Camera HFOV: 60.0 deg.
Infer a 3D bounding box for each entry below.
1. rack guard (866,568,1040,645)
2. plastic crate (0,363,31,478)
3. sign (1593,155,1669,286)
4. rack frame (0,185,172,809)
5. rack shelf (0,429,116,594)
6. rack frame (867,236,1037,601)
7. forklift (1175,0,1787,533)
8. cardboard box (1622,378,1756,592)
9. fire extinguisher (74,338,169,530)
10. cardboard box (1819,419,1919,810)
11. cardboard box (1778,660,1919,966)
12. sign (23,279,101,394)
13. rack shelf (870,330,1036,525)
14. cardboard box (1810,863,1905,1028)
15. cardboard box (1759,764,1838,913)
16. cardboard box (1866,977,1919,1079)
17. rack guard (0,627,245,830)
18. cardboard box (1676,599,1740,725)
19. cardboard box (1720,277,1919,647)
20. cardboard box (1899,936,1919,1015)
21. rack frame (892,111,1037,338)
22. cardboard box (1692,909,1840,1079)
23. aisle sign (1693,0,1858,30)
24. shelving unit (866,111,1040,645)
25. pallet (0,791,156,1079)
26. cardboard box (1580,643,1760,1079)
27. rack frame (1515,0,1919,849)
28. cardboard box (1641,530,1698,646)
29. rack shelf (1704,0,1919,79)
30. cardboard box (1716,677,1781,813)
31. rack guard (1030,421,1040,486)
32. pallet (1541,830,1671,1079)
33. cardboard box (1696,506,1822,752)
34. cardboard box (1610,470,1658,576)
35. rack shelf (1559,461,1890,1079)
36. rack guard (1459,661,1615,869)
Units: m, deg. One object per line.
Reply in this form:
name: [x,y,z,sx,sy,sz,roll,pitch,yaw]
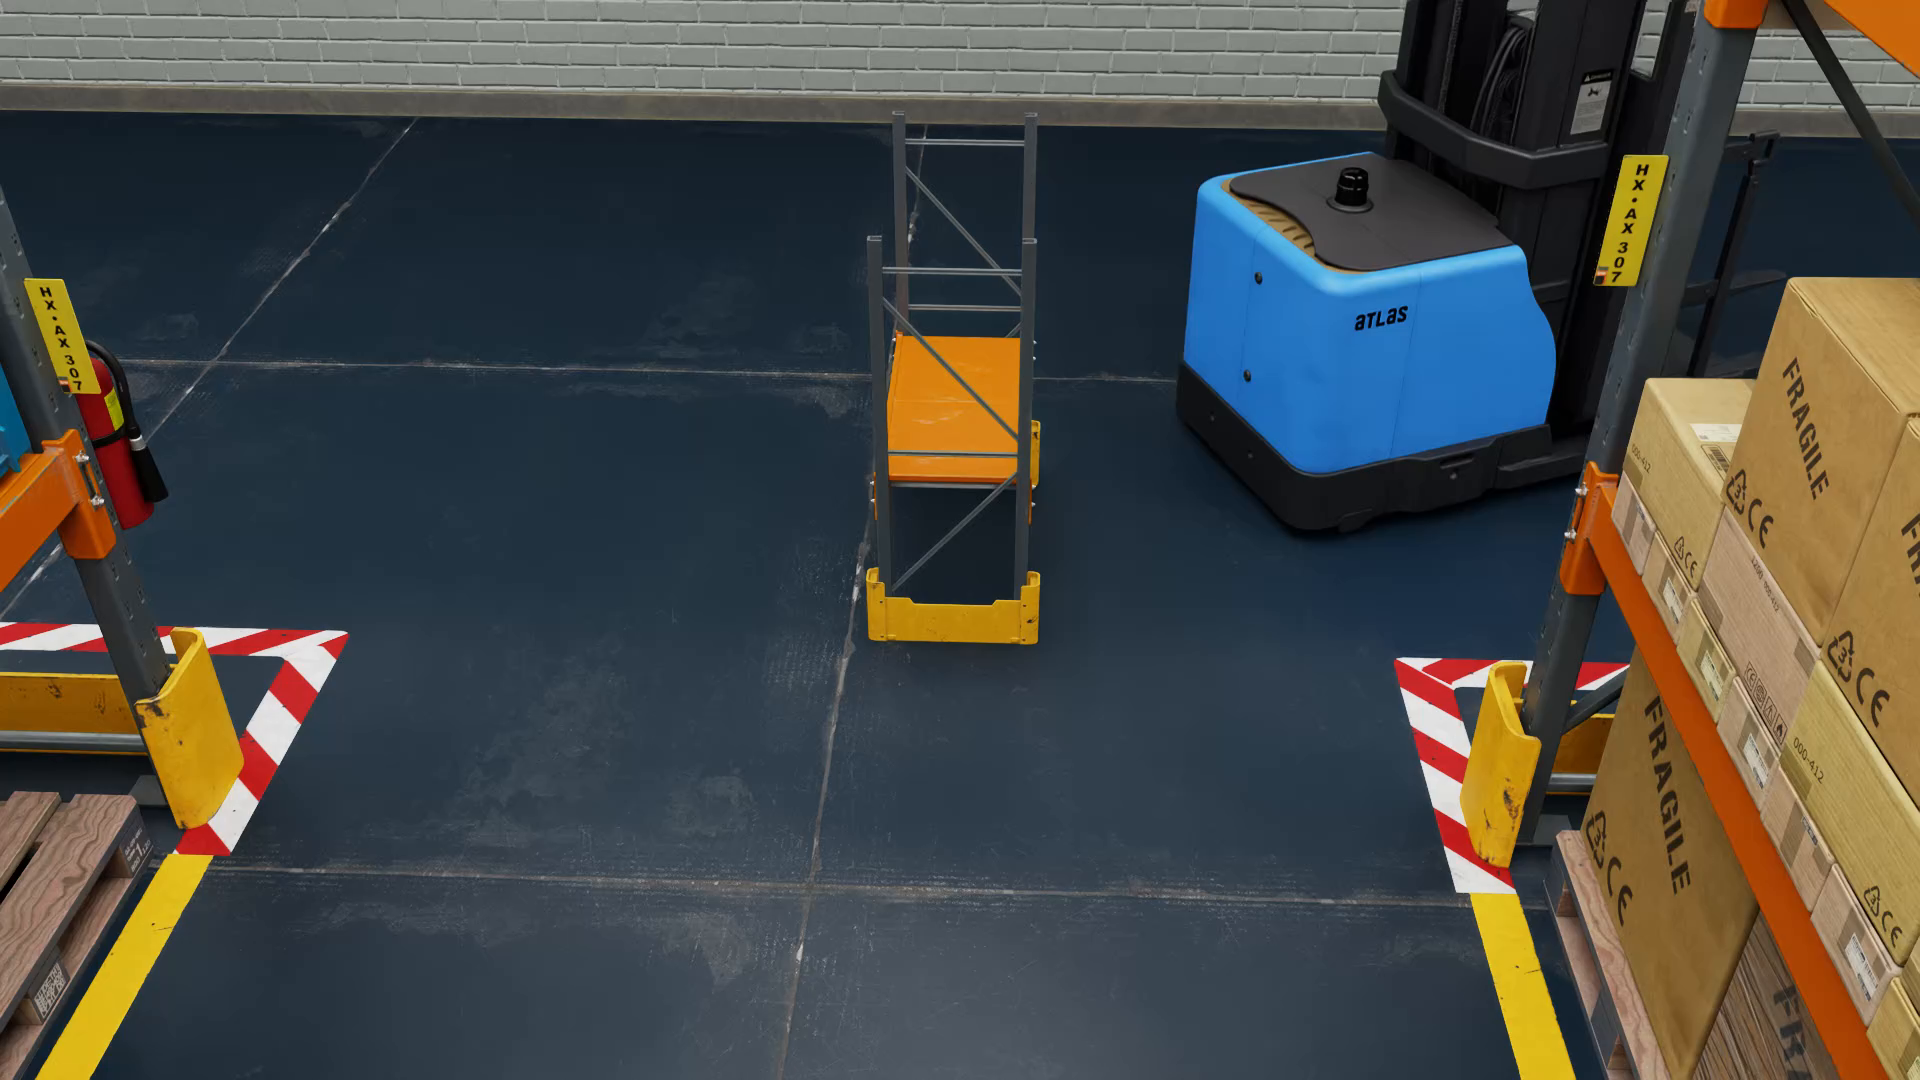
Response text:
rack guard: [-0.023,0.228,5.709,0.587,0.250,0.087,1,35,2]
plastic crate: [-2.661,-0.295,3.978,0.616,0.435,0.499,1,35,2]
sign: [1.561,-0.741,3.874,0.100,0.325,0.005,1,35,2]
rack frame: [-2.834,-0.452,4.285,1.000,3.000,0.127,1,35,2]
rack shelf: [-2.914,0.991,2.857,1.077,0.370,4.000,1,35,2]
rack frame: [-0.024,-0.273,5.333,0.500,1.500,0.032,1,35,2]
forklift: [2.463,-1.756,6.200,3.031,2.935,1.130,-13,37,-17]
cardboard box: [1.826,-0.129,3.696,0.500,0.250,0.500,0,35,1]
fire extinguisher: [-2.374,-0.344,4.523,0.296,0.674,0.183,1,35,2]
cardboard box: [1.791,0.149,2.648,0.500,0.500,0.500,0,35,1]
cardboard box: [1.788,0.459,2.861,0.500,0.250,0.500,0,35,0]
sign: [-2.283,-0.516,4.233,0.100,0.325,0.005,1,35,2]
rack shelf: [-0.003,-0.417,5.852,0.538,0.185,1.000,1,35,2]
cardboard box: [1.722,0.700,2.864,0.380,0.149,0.250,1,35,1]
cardboard box: [1.732,0.552,3.075,0.380,0.149,0.250,1,35,1]
cardboard box: [1.711,0.845,2.658,0.380,0.149,0.250,0,35,1]
rack guard: [-2.846,0.556,5.024,1.175,0.500,0.348,1,35,2]
cardboard box: [1.752,0.256,3.496,0.380,0.149,0.250,1,35,1]
cardboard box: [1.806,-0.148,3.072,0.500,0.500,0.500,1,35,1]
cardboard box: [1.772,0.758,2.434,0.500,0.250,0.500,1,35,1]
rack frame: [0.017,-0.857,6.165,0.500,1.500,0.032,1,35,2]
cardboard box: [2.133,1.252,3.343,0.875,0.875,0.875,1,35,2]
aisle sign: [1.818,-1.450,3.443,0.394,0.787,0.004,1,35,2]
shelving unit: [-0.003,-0.570,5.756,0.587,1.500,1.083,1,35,2]
pallet: [-2.906,1.161,4.414,1.003,0.211,1.213,1,35,2]
cardboard box: [2.169,0.729,4.087,0.875,0.875,0.875,1,35,2]
rack frame: [2.115,-0.338,4.122,1.000,3.000,0.127,1,35,2]
cardboard box: [1.762,0.109,3.705,0.380,0.149,0.250,1,35,1]
rack shelf: [2.035,-0.122,1.832,1.077,0.370,4.000,1,35,2]
cardboard box: [1.743,0.406,3.283,0.380,0.149,0.250,1,35,1]
rack guard: [0.017,-0.345,6.523,0.587,0.250,0.087,1,35,2]
pallet: [2.161,1.264,4.268,1.003,0.211,1.213,1,35,2]
cardboard box: [1.812,0.170,3.271,0.500,0.250,0.500,1,35,1]
cardboard box: [1.771,-0.039,3.915,0.380,0.149,0.250,2,35,2]
rack shelf: [2.035,1.105,2.694,1.077,0.370,4.000,1,35,2]
rack guard: [2.116,0.671,4.861,1.175,0.500,0.348,1,35,2]
